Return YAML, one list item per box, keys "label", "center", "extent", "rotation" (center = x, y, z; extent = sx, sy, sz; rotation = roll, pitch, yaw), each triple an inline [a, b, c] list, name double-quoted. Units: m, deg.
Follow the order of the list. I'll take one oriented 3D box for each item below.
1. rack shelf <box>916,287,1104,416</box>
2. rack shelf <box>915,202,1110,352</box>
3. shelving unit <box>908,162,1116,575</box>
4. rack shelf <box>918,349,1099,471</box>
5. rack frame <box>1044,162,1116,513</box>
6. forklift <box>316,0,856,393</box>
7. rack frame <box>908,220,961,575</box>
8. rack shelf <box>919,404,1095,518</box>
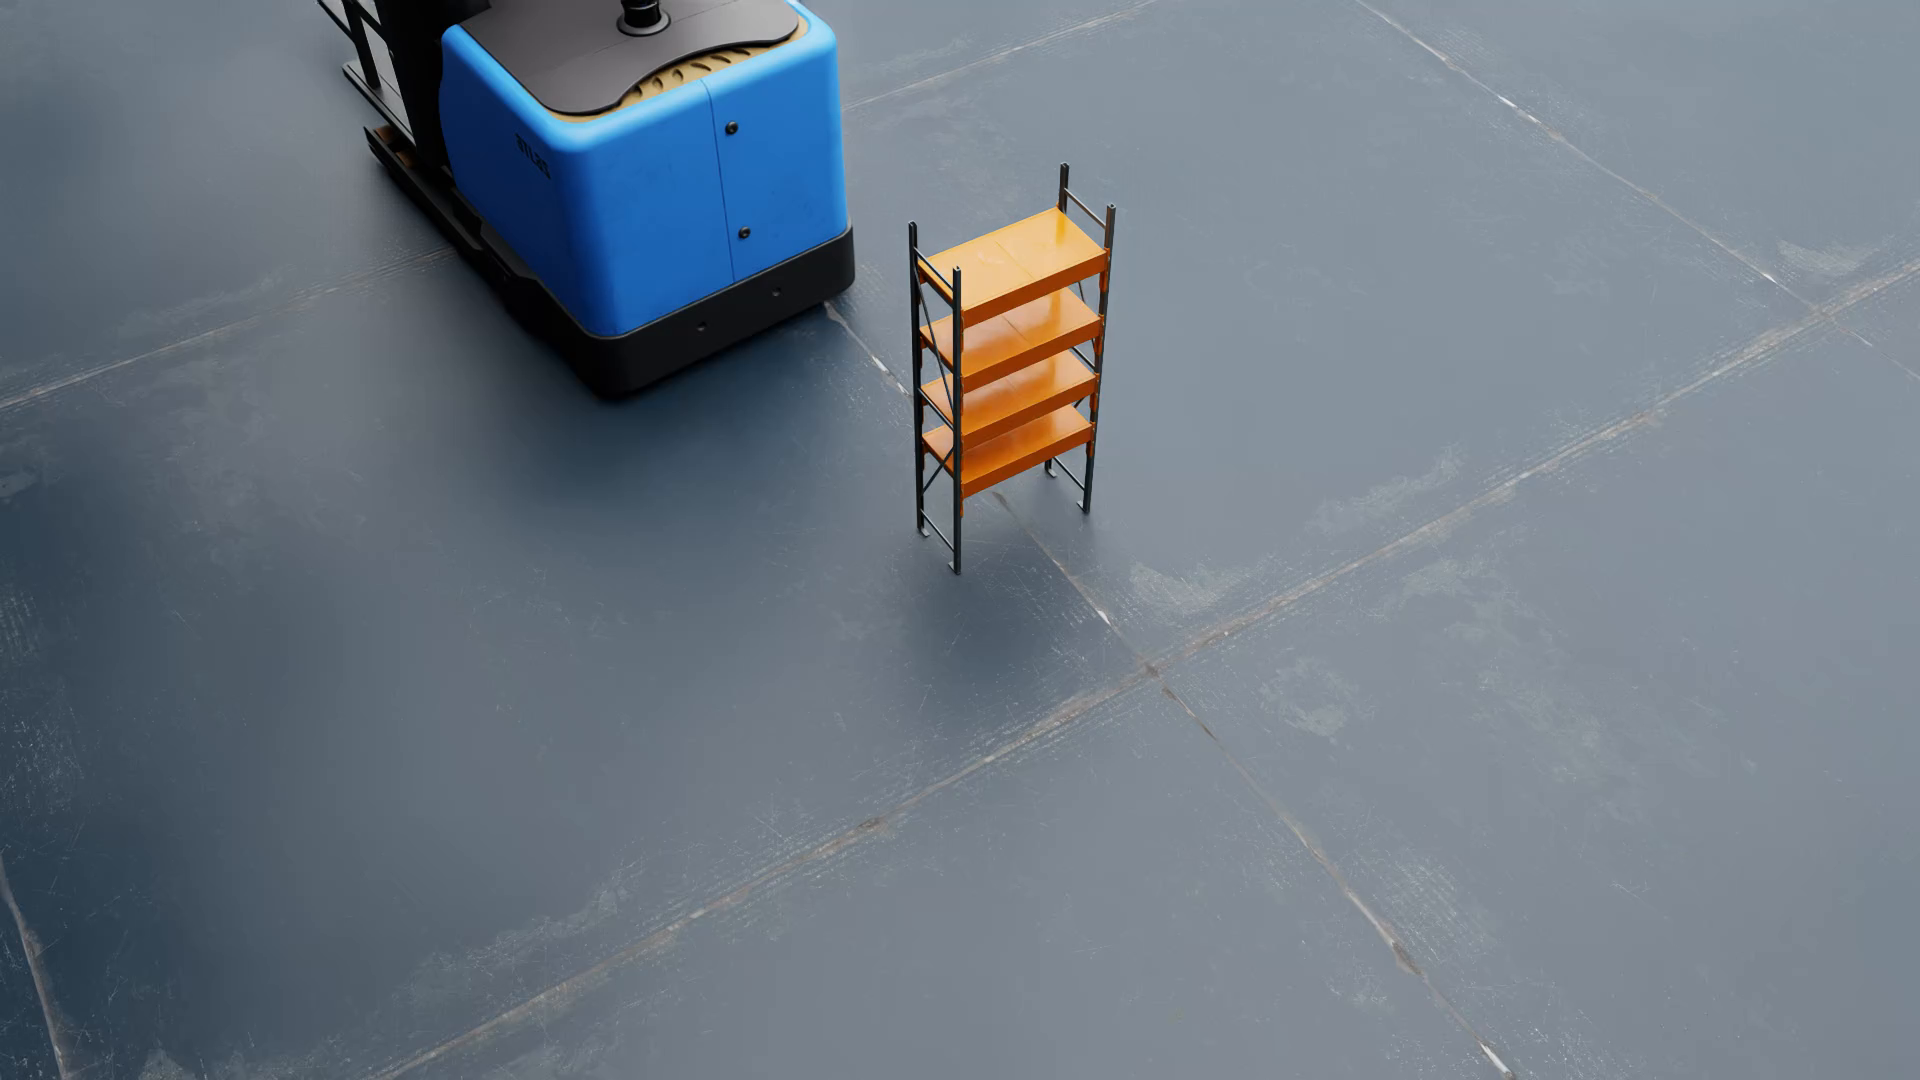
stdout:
- label: "rack shelf"
  center: [0.140, -0.569, 4.744]
  extent: [0.480, 0.148, 0.258]
  rotation: [-25, 53, -21]
- label: "rack shelf"
  center: [0.140, -0.726, 4.567]
  extent: [0.480, 0.148, 0.258]
  rotation: [-25, 53, -21]
- label: "shelving unit"
  center: [0.140, -0.465, 4.861]
  extent: [0.503, 1.200, 0.258]
  rotation: [-25, 53, -21]
- label: "rack shelf"
  center: [0.140, -0.420, 4.911]
  extent: [0.480, 0.148, 0.258]
  rotation: [-25, 53, -21]
- label: "rack frame"
  center: [0.346, -0.562, 4.947]
  extent: [0.015, 1.200, 0.240]
  rotation: [-25, 53, -21]
- label: "forklift"
  center: [-1.667, -2.527, 5.537]
  extent: [1.130, 2.935, 3.031]
  rotation: [-30, 55, -24]
- label: "rack frame"
  center: [-0.066, -0.368, 4.774]
  extent: [0.015, 1.200, 0.240]
  rotation: [-25, 53, -21]
- label: "rack shelf"
  center: [0.140, -0.288, 5.059]
  extent: [0.480, 0.148, 0.258]
  rotation: [-25, 53, -21]
